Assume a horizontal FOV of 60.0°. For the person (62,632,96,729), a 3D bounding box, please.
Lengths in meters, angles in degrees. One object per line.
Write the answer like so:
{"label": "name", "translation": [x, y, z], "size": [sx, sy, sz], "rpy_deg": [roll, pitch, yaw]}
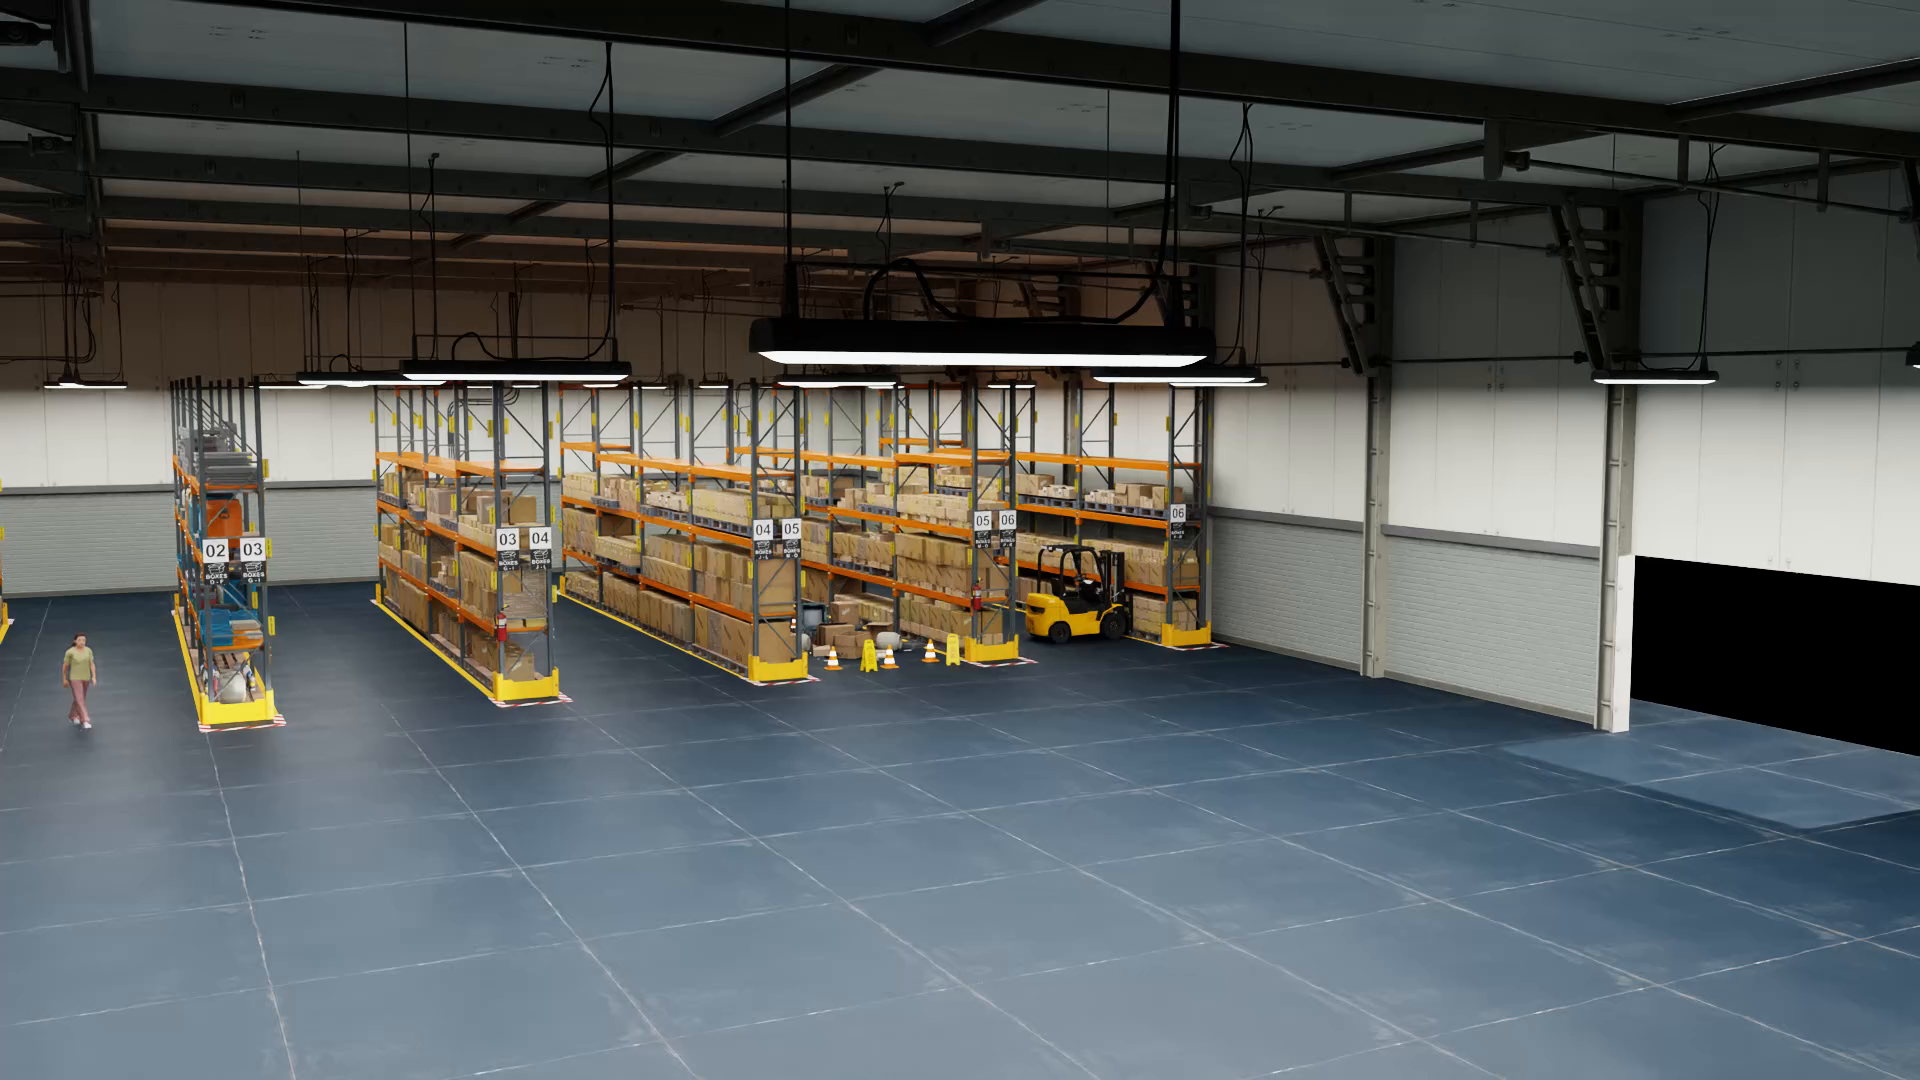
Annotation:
{"label": "person", "translation": [-14.947, 2.372, 28.305], "size": [1.010, 1.615, 0.478], "rpy_deg": [3, 6, 30]}
